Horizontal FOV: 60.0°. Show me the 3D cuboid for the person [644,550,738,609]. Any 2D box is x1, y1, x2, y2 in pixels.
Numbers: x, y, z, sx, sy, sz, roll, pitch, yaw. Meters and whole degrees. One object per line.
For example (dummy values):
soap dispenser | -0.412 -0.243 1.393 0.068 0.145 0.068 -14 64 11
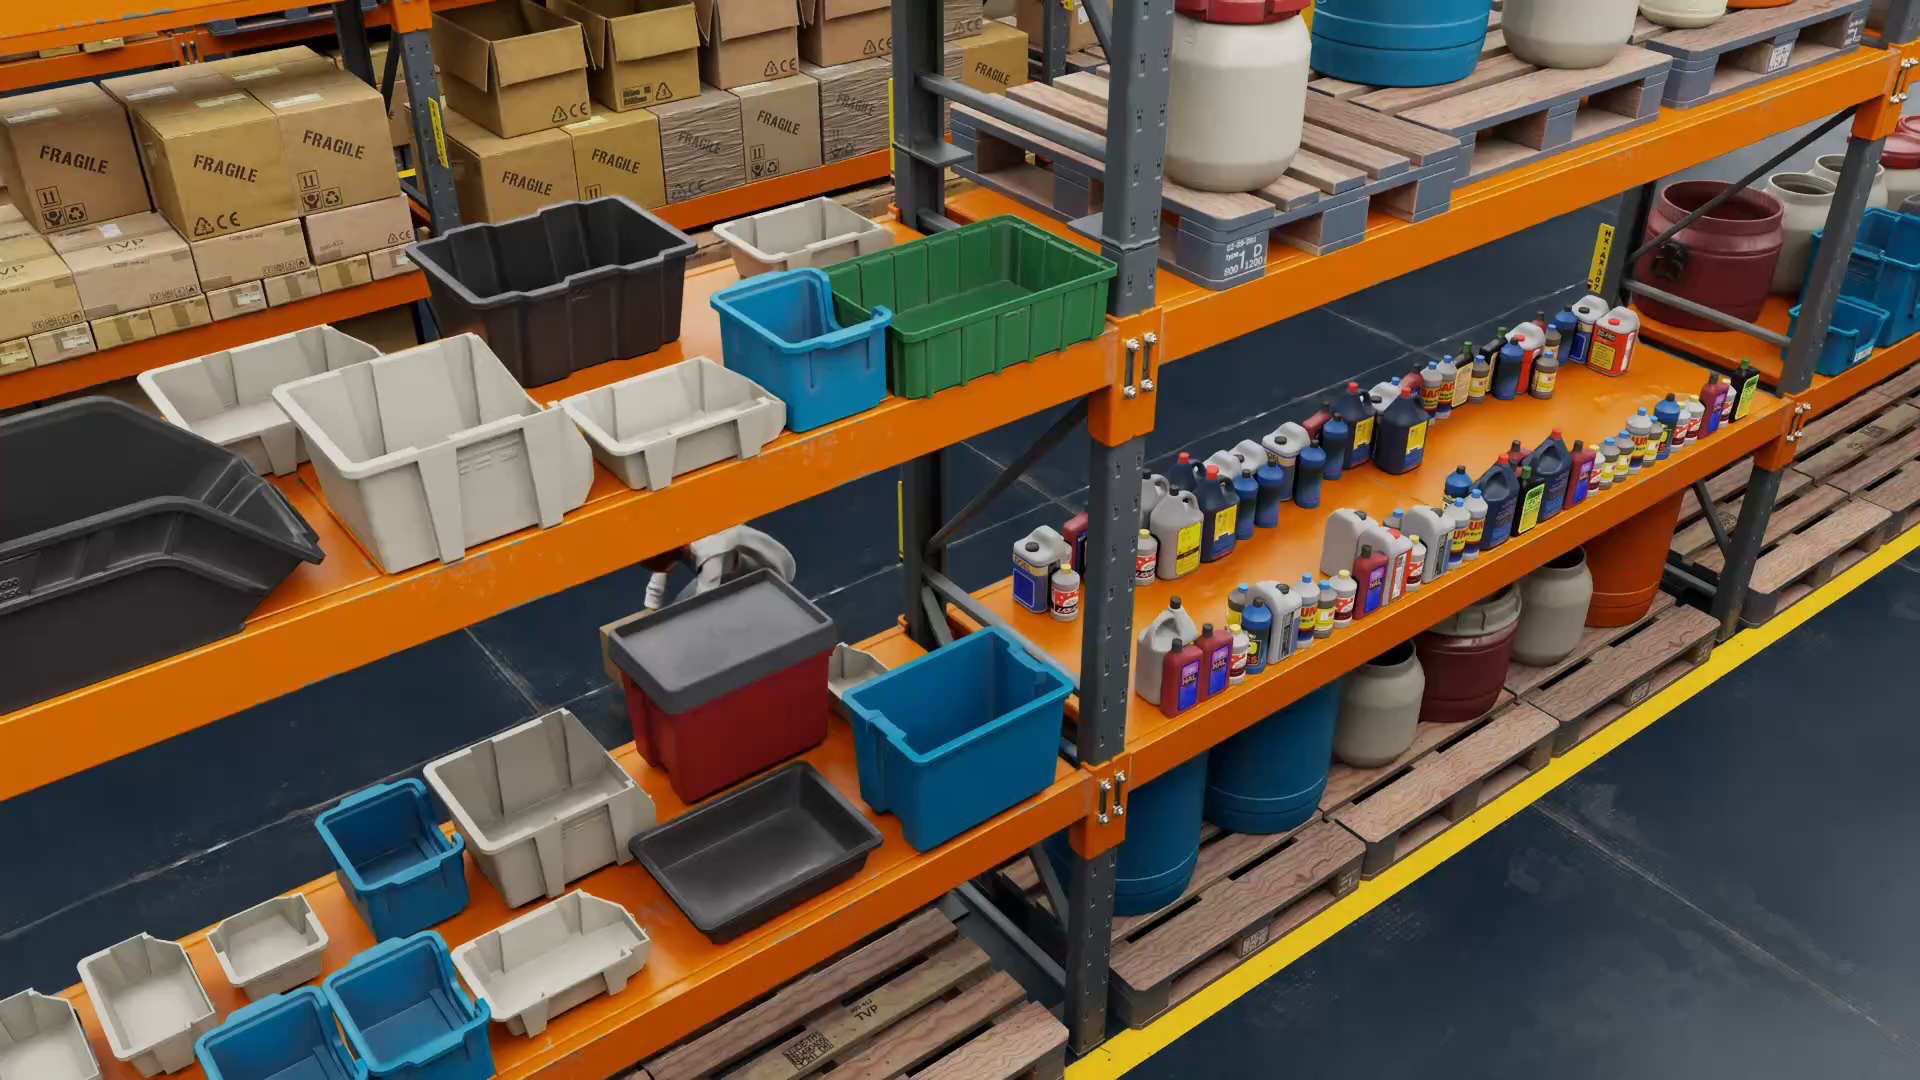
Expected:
person | -1.022 0.105 7.284 0.644 0.463 0.434 -23 39 -31
